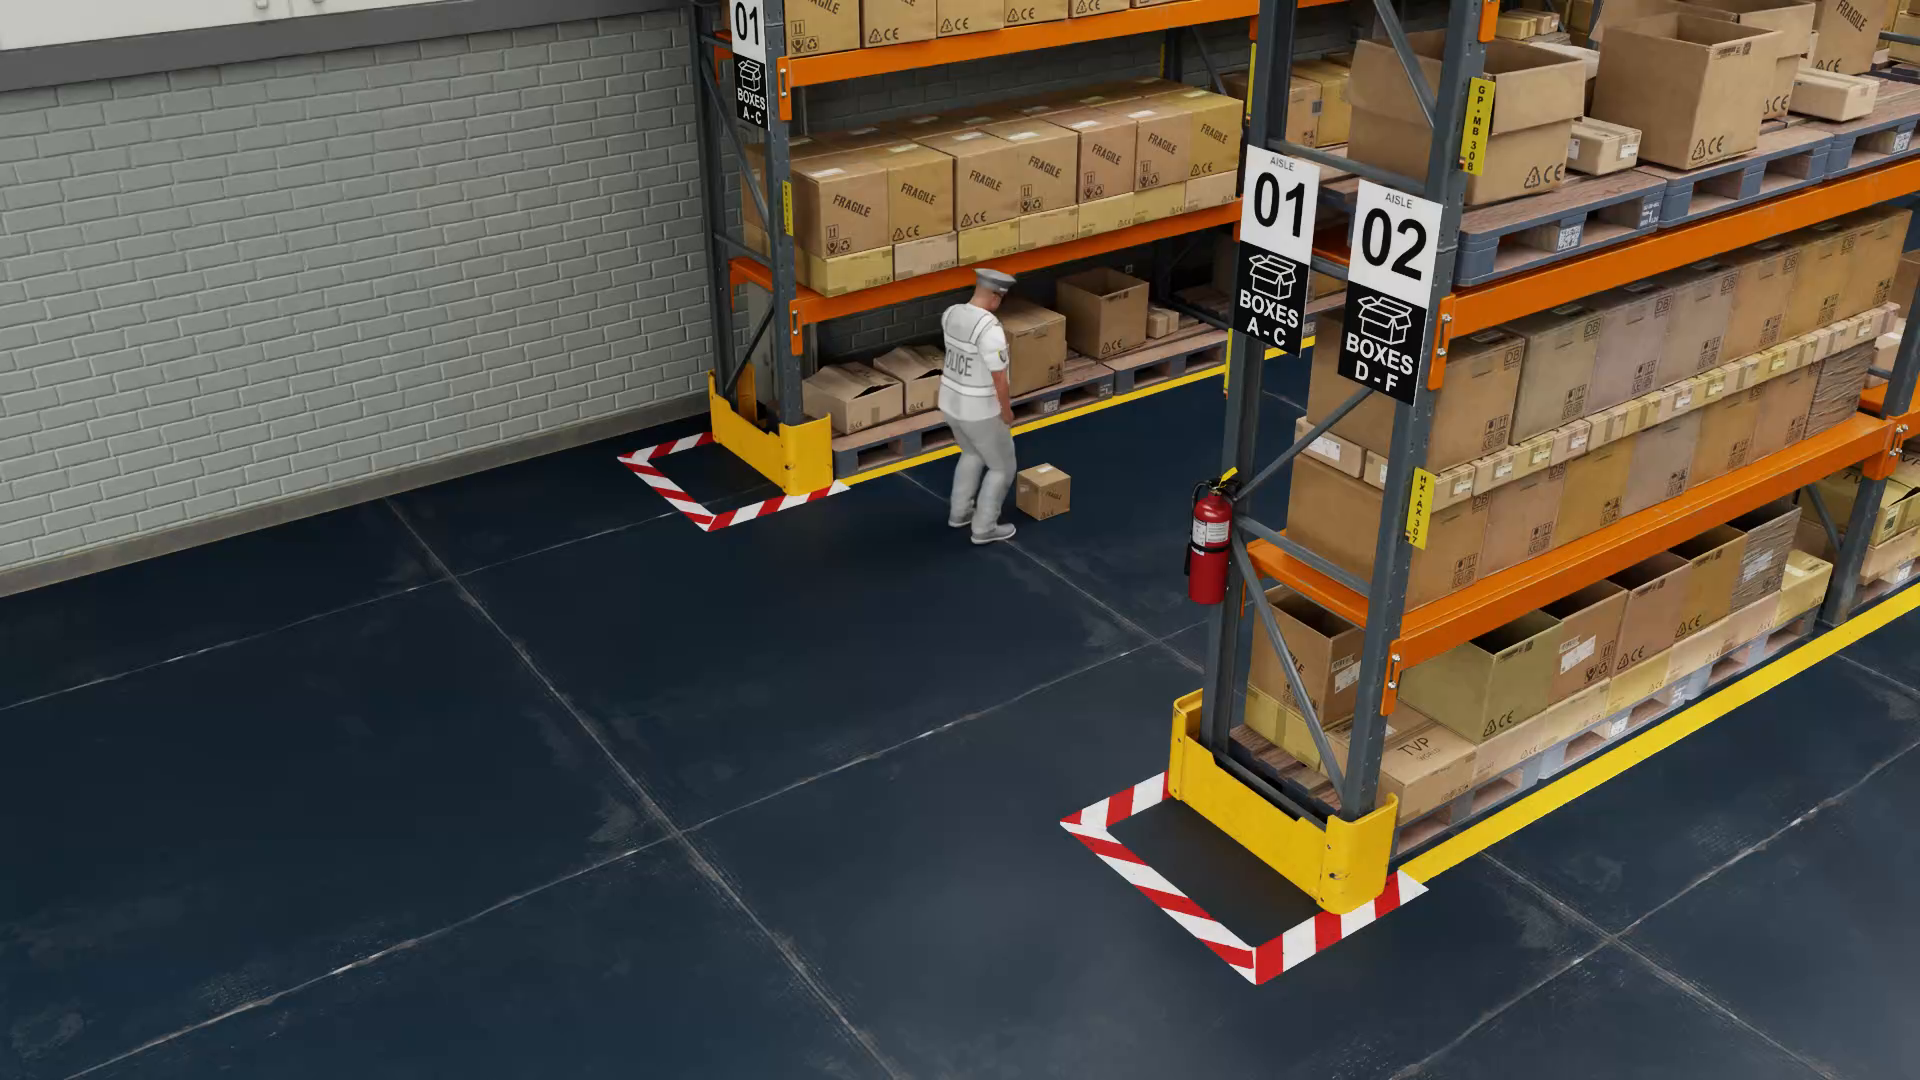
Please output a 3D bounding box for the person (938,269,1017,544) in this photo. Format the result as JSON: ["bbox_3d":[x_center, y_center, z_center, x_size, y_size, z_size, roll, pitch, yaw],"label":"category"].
[{"bbox_3d":[0.110,-0.822,10.195,0.475,1.710,0.554,-18,33,-29],"label":"person"}]
